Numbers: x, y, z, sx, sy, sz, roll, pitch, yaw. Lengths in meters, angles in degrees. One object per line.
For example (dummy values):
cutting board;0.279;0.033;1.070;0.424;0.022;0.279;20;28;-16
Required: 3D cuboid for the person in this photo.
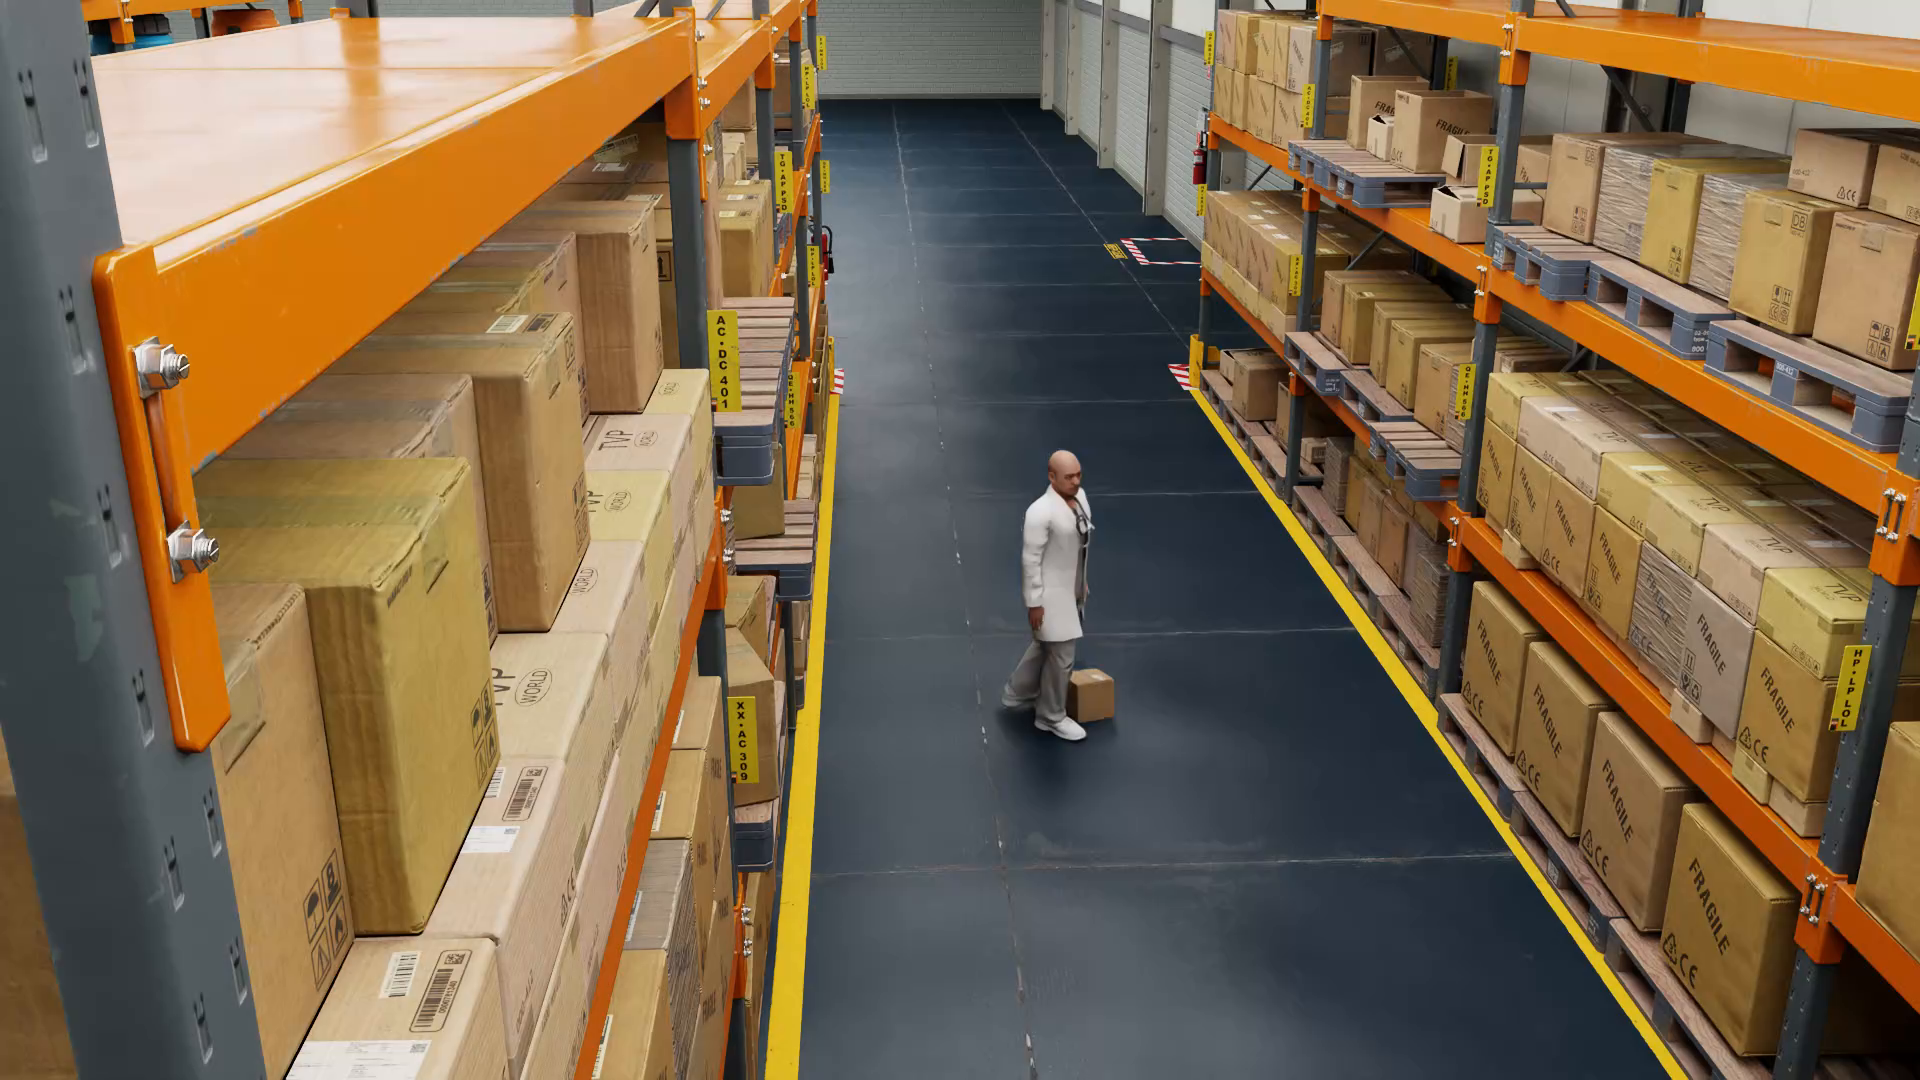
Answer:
person;0.509;0.294;9.794;0.635;1.767;0.605;11;23;27
